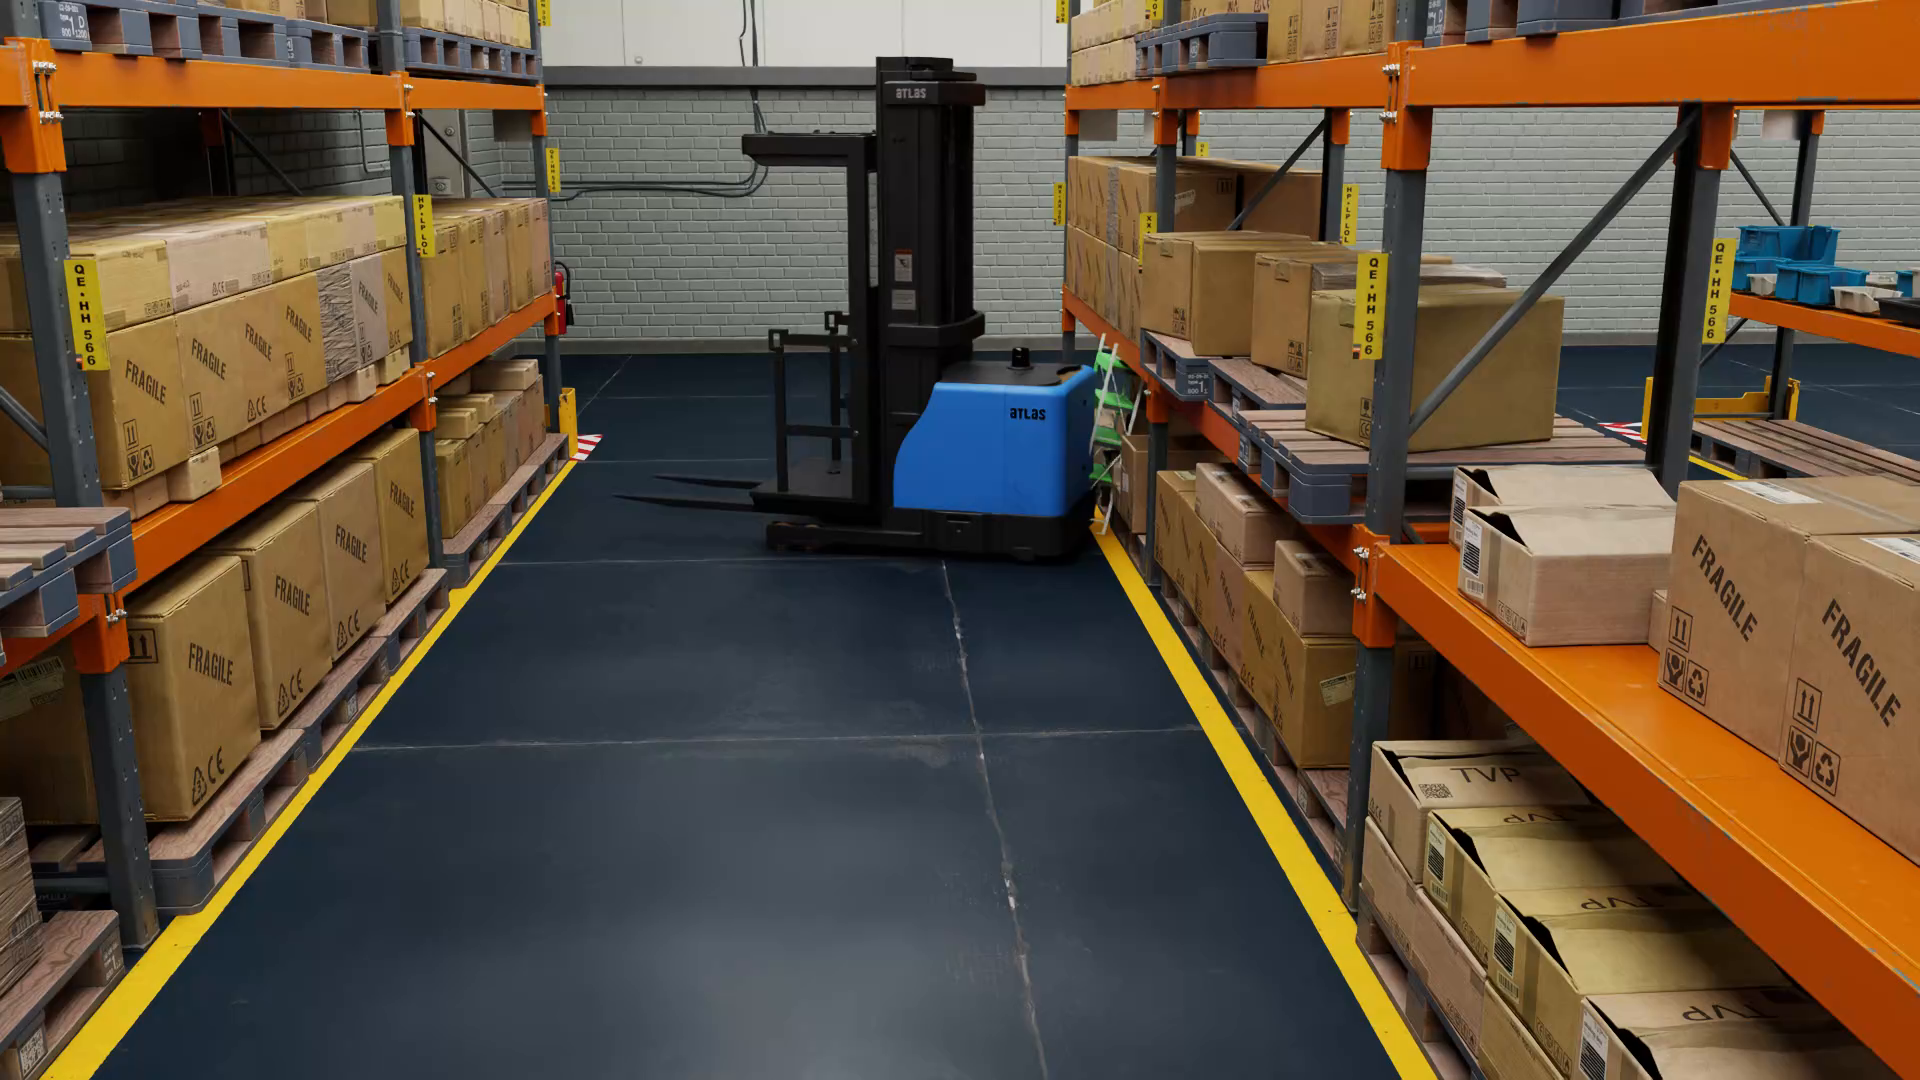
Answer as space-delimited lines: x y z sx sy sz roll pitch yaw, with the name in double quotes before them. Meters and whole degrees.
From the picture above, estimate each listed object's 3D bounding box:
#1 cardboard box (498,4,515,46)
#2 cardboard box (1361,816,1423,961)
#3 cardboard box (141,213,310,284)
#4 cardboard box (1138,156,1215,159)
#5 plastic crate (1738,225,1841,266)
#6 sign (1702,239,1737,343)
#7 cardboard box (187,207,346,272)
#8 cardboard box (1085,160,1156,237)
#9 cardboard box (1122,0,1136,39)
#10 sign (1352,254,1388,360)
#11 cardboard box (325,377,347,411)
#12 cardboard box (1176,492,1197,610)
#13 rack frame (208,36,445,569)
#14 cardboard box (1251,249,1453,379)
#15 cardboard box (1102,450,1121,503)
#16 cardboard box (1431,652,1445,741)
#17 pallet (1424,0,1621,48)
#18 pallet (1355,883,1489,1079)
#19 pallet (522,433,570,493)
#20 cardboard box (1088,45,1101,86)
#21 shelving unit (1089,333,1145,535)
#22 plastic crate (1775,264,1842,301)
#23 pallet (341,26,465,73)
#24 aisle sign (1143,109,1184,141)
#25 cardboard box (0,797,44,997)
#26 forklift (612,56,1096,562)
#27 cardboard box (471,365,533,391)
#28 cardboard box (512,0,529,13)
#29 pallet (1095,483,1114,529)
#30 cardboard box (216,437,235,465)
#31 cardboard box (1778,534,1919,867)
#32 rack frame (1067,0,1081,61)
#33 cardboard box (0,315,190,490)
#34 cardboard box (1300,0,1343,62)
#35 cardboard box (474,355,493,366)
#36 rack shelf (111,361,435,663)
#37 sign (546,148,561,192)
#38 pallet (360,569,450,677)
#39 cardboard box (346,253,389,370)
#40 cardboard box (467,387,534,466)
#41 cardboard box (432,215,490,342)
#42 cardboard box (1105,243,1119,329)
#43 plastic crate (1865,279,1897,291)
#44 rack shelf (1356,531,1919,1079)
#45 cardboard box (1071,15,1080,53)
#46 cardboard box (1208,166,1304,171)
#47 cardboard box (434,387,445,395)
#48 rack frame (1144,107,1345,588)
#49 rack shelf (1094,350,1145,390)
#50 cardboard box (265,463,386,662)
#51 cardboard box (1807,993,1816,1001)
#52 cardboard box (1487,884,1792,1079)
"cardboard box" -3.283 -3.446 11.137 0.500 0.250 0.500 -1 14 -6
"cardboard box" 1.552 1.054 5.087 0.500 0.250 0.500 -1 14 -4
"cardboard box" -3.008 -1.199 6.824 0.500 0.250 0.500 -1 14 -5
"cardboard box" 1.619 -2.625 12.502 0.500 0.500 0.500 -1 14 -4
"plastic crate" 6.469 -2.240 13.022 0.616 0.435 0.499 -1 14 -3
"sign" 2.367 -0.779 5.213 0.100 0.325 0.005 -1 14 -3
"cardboard box" -3.041 -1.326 7.316 0.500 0.250 0.500 -1 14 -2
"cardboard box" 1.148 -2.363 11.483 0.500 0.500 0.500 -1 14 -3
"cardboard box" 1.237 -3.067 9.707 0.500 0.250 0.500 -1 14 -3
"sign" 1.272 -0.721 5.144 0.100 0.325 0.005 -1 14 -3
"cardboard box" -3.041 -0.681 7.617 0.380 0.149 0.250 -1 14 -3
"cardboard box" 1.396 0.050 8.446 0.500 0.500 0.500 -1 14 -3
"rack frame" -3.379 -1.127 8.886 1.000 3.000 0.127 -1 14 -3
"cardboard box" 1.736 -1.018 7.418 0.700 0.500 0.500 -5 15 -18
"cardboard box" 1.200 -0.439 10.726 0.500 0.311 0.500 -1 14 -3
"cardboard box" 2.032 0.540 6.540 0.500 0.500 0.500 -1 14 -5
"pallet" 1.944 -1.403 4.319 1.213 0.211 1.003 0 14 -1
"pallet" 1.825 1.346 4.870 1.003 0.211 1.213 -1 14 -3
"pallet" -3.499 -0.573 12.332 1.003 0.211 1.213 -1 14 -3
"cardboard box" 1.146 -3.198 11.219 0.500 0.250 0.500 -1 14 -3
"shelving unit" 0.923 -0.685 10.682 0.258 1.200 0.503 12 13 -7
"plastic crate" 6.030 -1.829 11.829 0.416 0.233 0.300 -1 14 -3
"pallet" -3.419 -2.740 9.315 1.003 0.211 1.213 -1 14 -3
"aisle sign" 1.619 -3.480 12.813 0.394 0.787 0.004 -1 14 -3
"cardboard box" -3.034 1.044 4.583 0.700 0.500 0.500 -1 14 -3
"forklift" -0.705 -1.472 10.365 3.031 2.935 1.130 4 15 15
"cardboard box" -3.277 -1.163 11.900 0.380 0.149 0.250 0 14 -2
"cardboard box" -3.309 -3.939 11.548 0.500 0.500 0.500 -1 14 -4
"pallet" 1.445 -0.329 11.380 1.003 0.211 1.213 -1 14 -3
"cardboard box" -3.022 -0.361 6.373 0.380 0.149 0.250 -1 14 -2
"cardboard box" 1.966 0.290 3.178 0.500 0.500 0.500 -1 14 -3
"rack frame" 1.317 -5.104 12.306 1.000 3.000 0.127 -1 14 -3
"cardboard box" -2.906 -0.459 5.452 0.500 0.500 0.500 0 14 -2
"cardboard box" 1.721 -1.945 5.847 0.910 0.500 0.500 -1 14 -3
"cardboard box" -3.691 -1.284 12.369 0.380 0.149 0.250 -1 14 -3
"rack shelf" -3.255 -0.281 7.042 1.077 0.370 4.000 -1 14 -3
"sign" -3.084 -2.802 12.598 0.100 0.325 0.005 -1 14 -3
"pallet" -3.256 0.414 8.492 1.003 0.211 1.213 -1 14 -3
"cardboard box" -3.057 -1.091 7.910 0.500 0.500 0.500 -1 14 -3
"cardboard box" -3.452 -0.817 11.857 0.700 0.500 0.500 -1 14 -4
"cardboard box" -3.436 -1.589 10.080 0.980 0.700 0.700 -1 14 -5
"cardboard box" 1.211 -1.629 10.637 0.500 0.500 0.500 -1 14 -2
"plastic crate" 6.575 -1.761 11.761 0.298 0.136 0.250 -1 14 -3
"rack shelf" 1.937 0.636 3.477 1.077 0.370 4.000 -1 14 -3
"cardboard box" 1.089 -3.689 12.124 0.500 0.250 0.500 -1 14 -3
"cardboard box" 1.784 -1.987 10.021 0.500 0.500 0.500 -1 14 -5
"cardboard box" -3.595 -0.906 10.899 0.380 0.149 0.250 -1 14 -4
"rack frame" 1.565 -1.204 9.187 1.000 3.000 0.127 -1 14 -3
"rack shelf" 1.017 -1.079 10.588 0.258 0.148 0.480 12 13 -7
"cardboard box" -3.151 0.092 7.622 0.750 0.750 0.750 0 14 -2
"cardboard box" 2.187 1.153 3.575 0.500 0.311 0.500 0 14 -2
"cardboard box" 1.623 1.039 4.016 0.500 0.311 0.500 -1 14 -5
